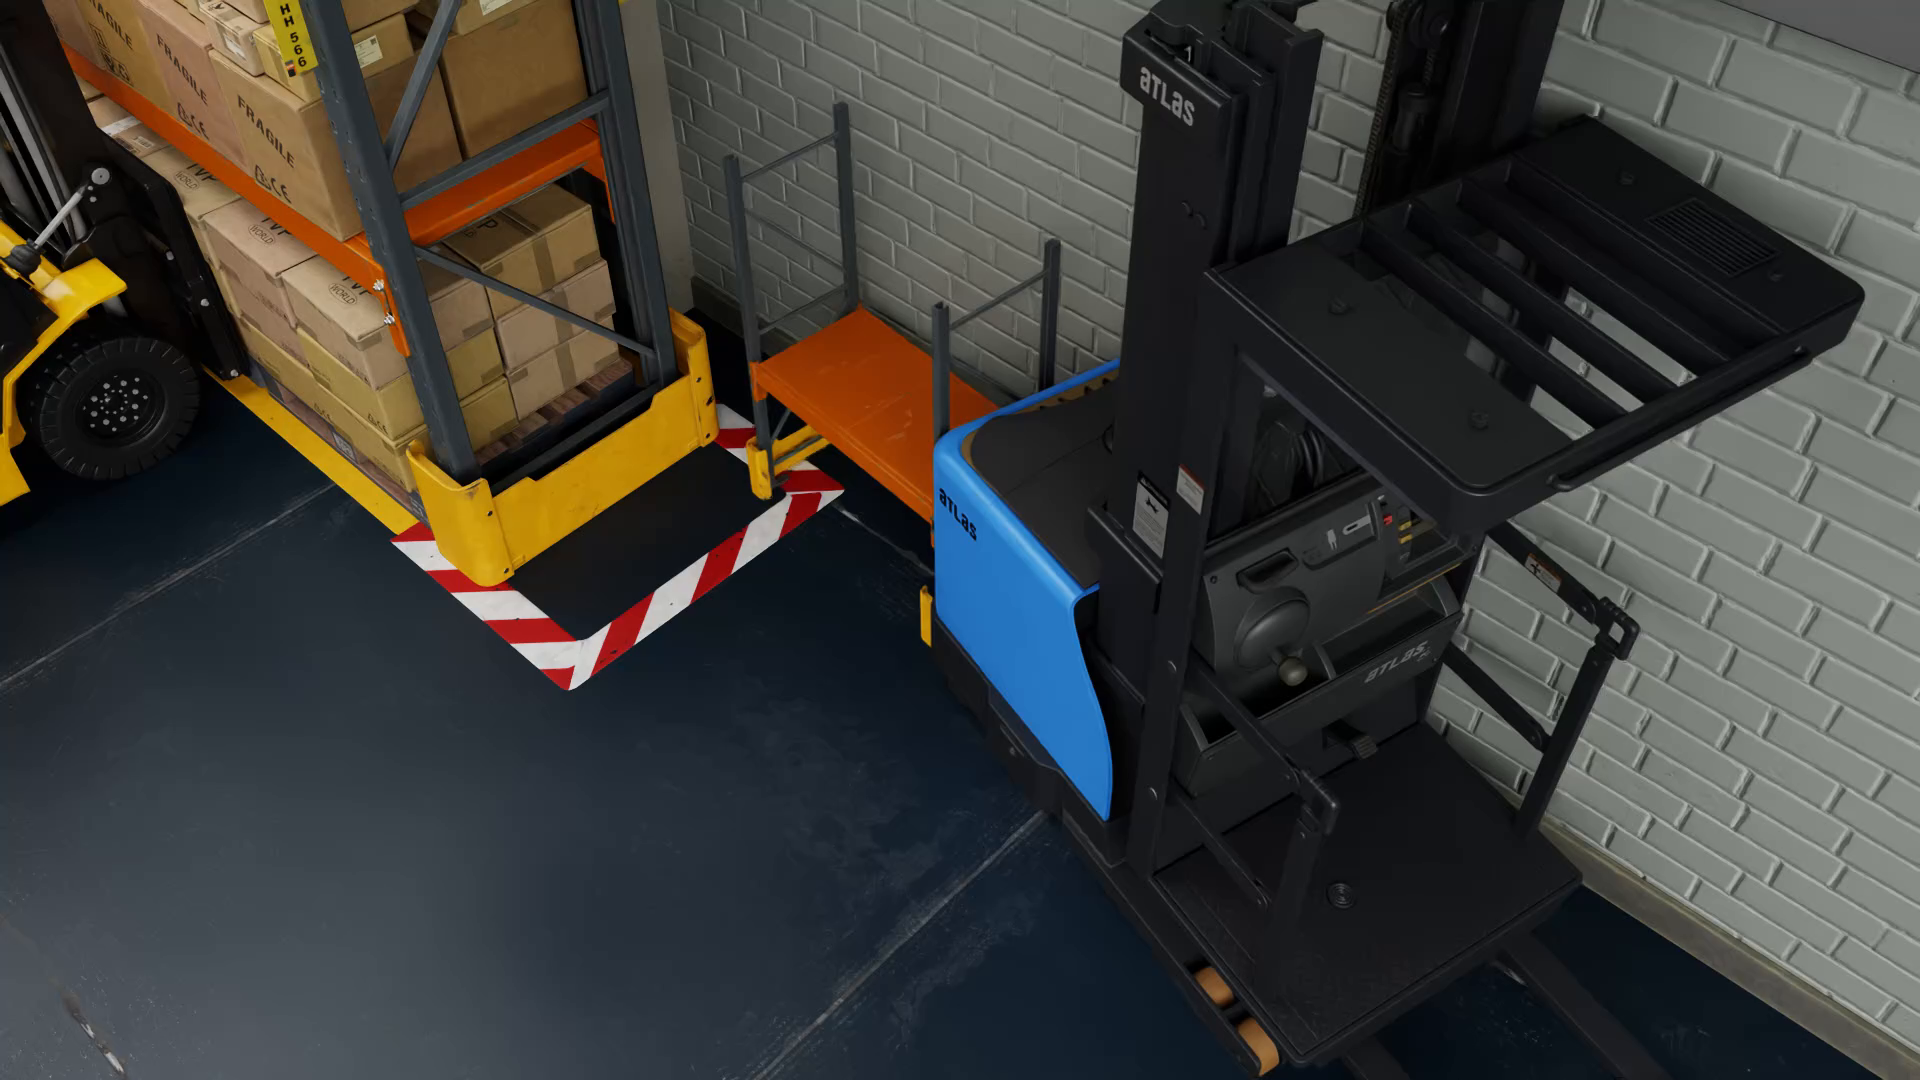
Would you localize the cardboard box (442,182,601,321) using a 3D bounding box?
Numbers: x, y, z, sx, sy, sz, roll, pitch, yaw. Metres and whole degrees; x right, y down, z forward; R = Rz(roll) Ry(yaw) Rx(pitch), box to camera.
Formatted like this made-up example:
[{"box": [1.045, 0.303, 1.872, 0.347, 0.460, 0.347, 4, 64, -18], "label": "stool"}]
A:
[{"box": [-1.700, -1.129, 6.165, 0.500, 0.250, 0.500, 33, 55, 27], "label": "cardboard box"}]

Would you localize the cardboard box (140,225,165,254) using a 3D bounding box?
[{"box": [-3.165, -1.439, 6.799, 0.500, 0.250, 0.500, 34, 55, 28], "label": "cardboard box"}]

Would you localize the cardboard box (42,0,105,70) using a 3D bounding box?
[{"box": [-3.144, -2.139, 6.133, 0.500, 0.500, 0.500, 34, 56, 28], "label": "cardboard box"}]

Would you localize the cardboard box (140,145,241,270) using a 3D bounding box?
[{"box": [-2.782, -1.344, 6.367, 0.500, 0.250, 0.500, 35, 56, 28], "label": "cardboard box"}]

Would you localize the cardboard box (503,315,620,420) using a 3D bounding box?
[{"box": [-1.704, -0.795, 6.537, 0.500, 0.250, 0.500, 34, 56, 28], "label": "cardboard box"}]

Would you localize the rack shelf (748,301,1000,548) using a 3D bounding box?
[{"box": [-0.228, -0.431, 5.872, 0.538, 0.185, 1.000, -33, 55, -27], "label": "rack shelf"}]

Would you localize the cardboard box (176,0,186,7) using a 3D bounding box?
[{"box": [-2.452, -1.923, 5.484, 0.250, 0.149, 0.380, 34, 55, 27], "label": "cardboard box"}]

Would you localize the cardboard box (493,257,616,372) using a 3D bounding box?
[{"box": [-1.680, -0.963, 6.351, 0.500, 0.250, 0.500, 35, 56, 28], "label": "cardboard box"}]

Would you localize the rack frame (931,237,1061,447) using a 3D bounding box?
[{"box": [0.112, -0.278, 5.483, 0.500, 1.500, 0.032, -33, 55, -27], "label": "rack frame"}]

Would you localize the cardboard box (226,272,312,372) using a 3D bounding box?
[{"box": [-2.407, -0.946, 6.336, 0.500, 0.250, 0.500, 33, 55, 27], "label": "cardboard box"}]

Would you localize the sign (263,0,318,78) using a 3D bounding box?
[{"box": [-1.854, -1.439, 4.587, 0.005, 0.325, 0.100, 34, 55, 28], "label": "sign"}]

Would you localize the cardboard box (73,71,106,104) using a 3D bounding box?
[{"box": [-3.530, -1.862, 6.853, 0.500, 0.250, 0.500, 36, 56, 29], "label": "cardboard box"}]

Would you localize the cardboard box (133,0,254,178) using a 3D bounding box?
[{"box": [-2.390, -1.644, 5.667, 0.500, 0.500, 0.500, 36, 56, 29], "label": "cardboard box"}]

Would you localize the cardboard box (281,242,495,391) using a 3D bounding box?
[{"box": [-2.026, -0.851, 5.903, 0.500, 0.250, 0.500, 36, 56, 29], "label": "cardboard box"}]

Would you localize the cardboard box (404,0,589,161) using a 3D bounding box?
[{"box": [-1.651, -1.673, 5.695, 0.500, 0.500, 0.500, 36, 56, 29], "label": "cardboard box"}]

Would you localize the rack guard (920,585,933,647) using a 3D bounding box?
[{"box": [0.099, 0.139, 5.948, 0.587, 0.250, 0.087, -33, 55, -27], "label": "rack guard"}]

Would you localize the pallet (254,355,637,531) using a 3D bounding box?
[{"box": [-2.066, -0.646, 6.712, 1.213, 0.211, 1.003, 34, 55, 28], "label": "pallet"}]

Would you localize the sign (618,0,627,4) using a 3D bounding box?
[{"box": [-1.095, -1.863, 5.294, 0.005, 0.325, 0.100, 34, 55, 28], "label": "sign"}]

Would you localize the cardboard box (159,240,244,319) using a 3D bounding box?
[{"box": [-2.800, -1.190, 6.565, 0.500, 0.250, 0.500, 33, 55, 27], "label": "cardboard box"}]

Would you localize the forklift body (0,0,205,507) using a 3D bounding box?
[{"box": [-4.106, -0.915, 5.634, 1.214, 2.155, 2.313, 34, 55, 28], "label": "forklift body"}]

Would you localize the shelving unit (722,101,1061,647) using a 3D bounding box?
[{"box": [-0.234, -0.559, 5.746, 0.587, 1.500, 1.083, -33, 55, -27], "label": "shelving unit"}]

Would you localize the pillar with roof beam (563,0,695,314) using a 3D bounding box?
[{"box": [-4.296, -1.820, 1.786, 0.400, 9.000, 9.100, 34, 55, 28], "label": "pillar with roof beam"}]

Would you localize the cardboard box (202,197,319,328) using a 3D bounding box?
[{"box": [-2.405, -1.100, 6.137, 0.500, 0.250, 0.500, 35, 56, 28], "label": "cardboard box"}]

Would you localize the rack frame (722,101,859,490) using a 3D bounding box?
[{"box": [-0.569, -0.829, 5.999, 0.500, 1.500, 0.032, -33, 55, -27], "label": "rack frame"}]

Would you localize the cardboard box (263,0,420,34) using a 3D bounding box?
[{"box": [-1.882, -1.667, 5.040, 0.250, 0.149, 0.380, 34, 55, 28], "label": "cardboard box"}]

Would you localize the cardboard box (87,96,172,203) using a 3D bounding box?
[{"box": [-3.150, -1.599, 6.606, 0.500, 0.250, 0.500, 33, 55, 27], "label": "cardboard box"}]

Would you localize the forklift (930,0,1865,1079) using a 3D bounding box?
[{"box": [1.111, 0.141, 4.107, 1.130, 2.935, 3.031, -25, 52, -21], "label": "forklift"}]

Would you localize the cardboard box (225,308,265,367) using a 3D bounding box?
[{"box": [-2.756, -1.014, 6.743, 0.500, 0.250, 0.500, 35, 56, 28], "label": "cardboard box"}]

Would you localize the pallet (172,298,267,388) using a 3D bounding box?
[{"box": [-2.958, -1.250, 7.278, 1.213, 0.211, 1.003, 34, 55, 28], "label": "pallet"}]

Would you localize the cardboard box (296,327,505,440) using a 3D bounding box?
[{"box": [-2.045, -0.692, 6.097, 0.500, 0.250, 0.500, 33, 55, 27], "label": "cardboard box"}]

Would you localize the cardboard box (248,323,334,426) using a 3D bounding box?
[{"box": [-2.394, -0.762, 6.506, 0.500, 0.250, 0.500, 34, 55, 28], "label": "cardboard box"}]

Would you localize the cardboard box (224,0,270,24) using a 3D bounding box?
[{"box": [-2.084, -1.773, 5.139, 0.250, 0.149, 0.380, 34, 55, 28], "label": "cardboard box"}]

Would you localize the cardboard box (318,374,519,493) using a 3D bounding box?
[{"box": [-2.035, -0.511, 6.270, 0.500, 0.250, 0.500, 34, 56, 28], "label": "cardboard box"}]

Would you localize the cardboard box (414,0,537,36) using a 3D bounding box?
[{"box": [-1.549, -1.808, 5.377, 0.250, 0.149, 0.380, 33, 55, 27], "label": "cardboard box"}]

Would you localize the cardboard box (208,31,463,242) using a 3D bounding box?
[{"box": [-2.015, -1.382, 5.422, 0.500, 0.500, 0.500, 33, 55, 27], "label": "cardboard box"}]

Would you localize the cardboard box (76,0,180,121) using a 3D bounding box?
[{"box": [-2.767, -1.897, 5.905, 0.500, 0.500, 0.500, 33, 55, 27], "label": "cardboard box"}]

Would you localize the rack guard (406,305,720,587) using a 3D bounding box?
[{"box": [-1.458, -0.378, 6.262, 0.348, 0.500, 1.175, 34, 55, 28], "label": "rack guard"}]

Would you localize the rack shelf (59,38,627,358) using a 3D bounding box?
[{"box": [-2.945, -1.988, 6.552, 4.000, 0.370, 1.077, 34, 55, 28], "label": "rack shelf"}]

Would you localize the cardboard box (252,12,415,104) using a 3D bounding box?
[{"box": [-1.920, -1.523, 5.109, 0.250, 0.149, 0.380, 35, 56, 28], "label": "cardboard box"}]

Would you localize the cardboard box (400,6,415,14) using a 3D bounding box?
[{"box": [-1.774, -1.896, 5.459, 0.250, 0.149, 0.380, 34, 55, 28], "label": "cardboard box"}]

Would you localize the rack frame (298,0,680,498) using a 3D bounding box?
[{"box": [-1.476, -1.245, 5.362, 0.127, 3.000, 1.000, 34, 55, 28], "label": "rack frame"}]

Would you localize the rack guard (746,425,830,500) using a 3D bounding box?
[{"box": [-0.568, -0.400, 6.454, 0.587, 0.250, 0.087, -33, 55, -27], "label": "rack guard"}]

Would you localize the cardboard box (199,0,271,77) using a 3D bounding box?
[{"box": [-2.128, -1.633, 5.212, 0.250, 0.149, 0.380, 35, 56, 28], "label": "cardboard box"}]

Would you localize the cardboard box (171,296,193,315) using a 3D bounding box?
[{"box": [-3.153, -1.259, 6.972, 0.500, 0.250, 0.500, 36, 56, 29], "label": "cardboard box"}]

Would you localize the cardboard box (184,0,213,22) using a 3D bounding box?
[{"box": [-2.278, -1.794, 5.364, 0.250, 0.149, 0.380, 35, 56, 28], "label": "cardboard box"}]
